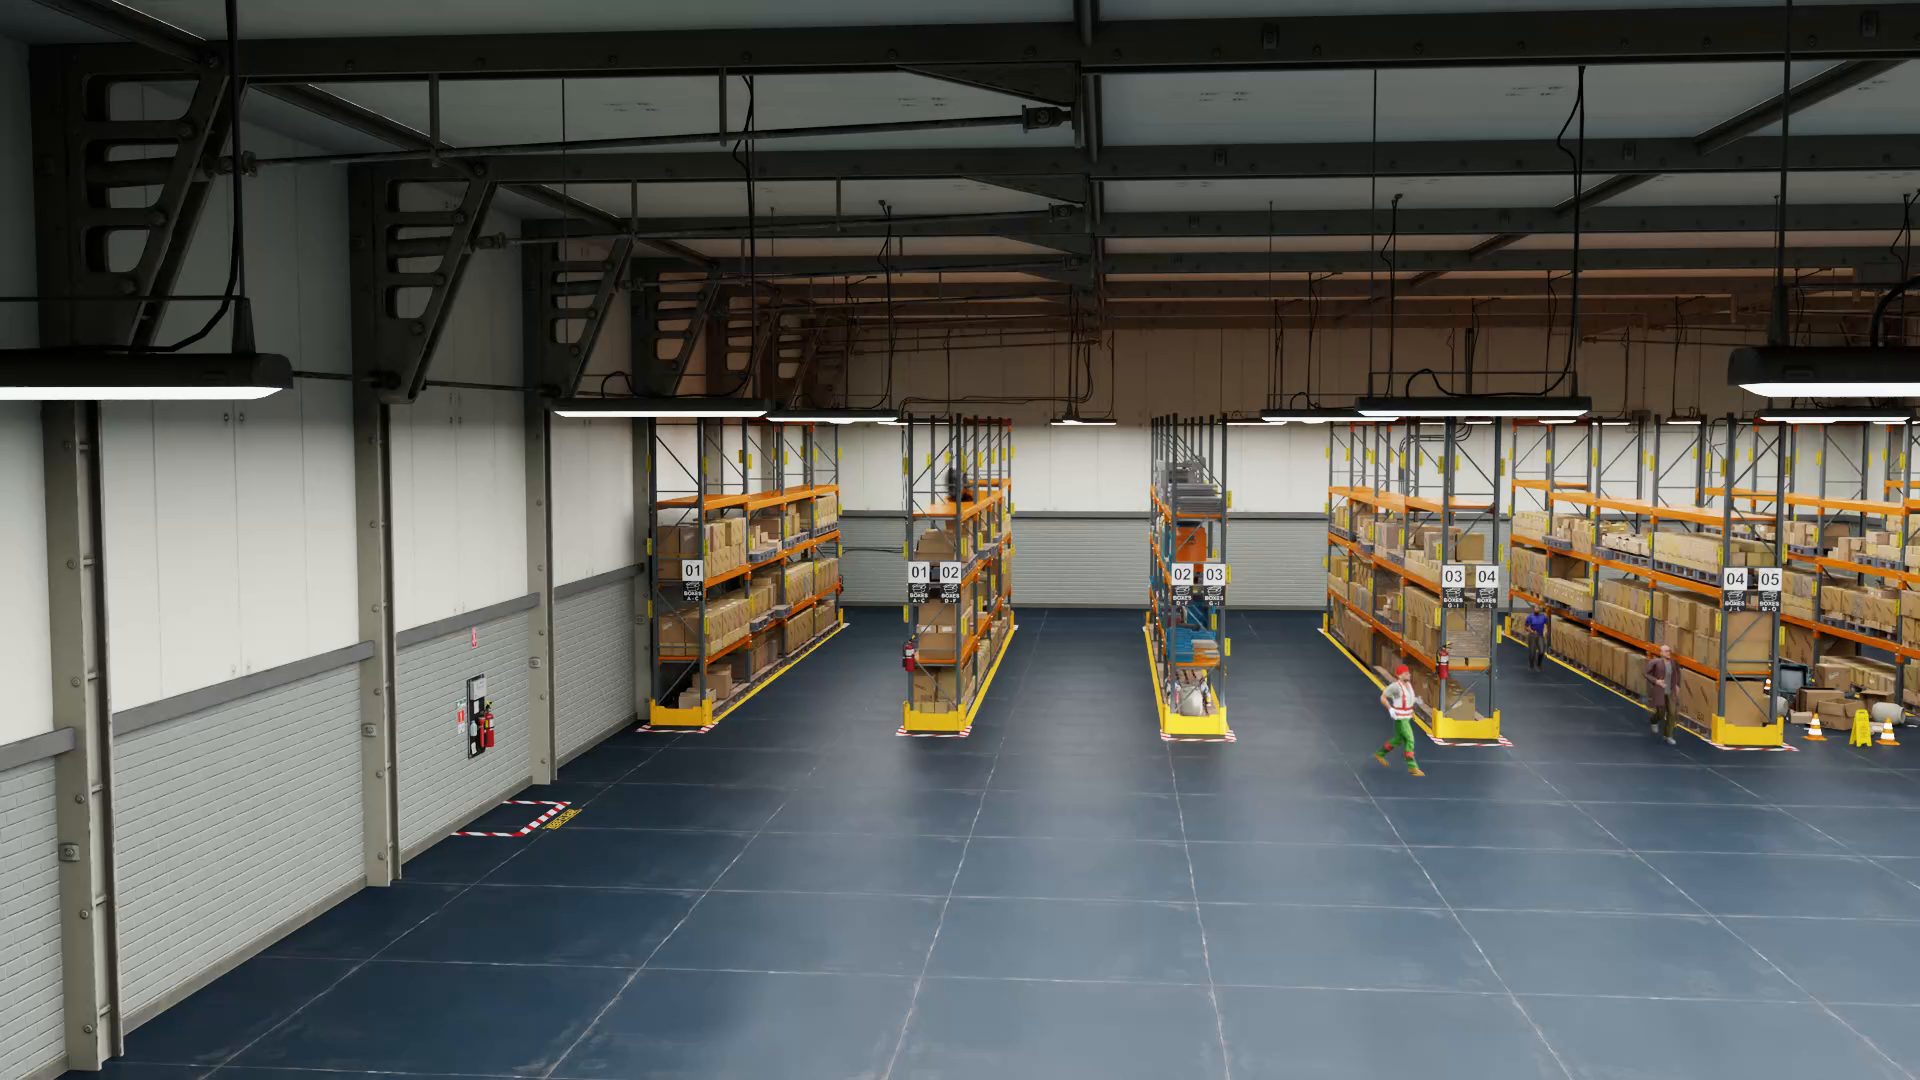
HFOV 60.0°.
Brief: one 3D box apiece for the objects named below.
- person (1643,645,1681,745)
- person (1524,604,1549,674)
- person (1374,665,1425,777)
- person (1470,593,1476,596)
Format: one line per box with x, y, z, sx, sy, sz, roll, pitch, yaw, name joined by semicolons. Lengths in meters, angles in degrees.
12.889;2.807;30.482;0.750;1.778;0.890;0;4;-1;person
13.445;2.307;38.706;0.598;1.646;0.644;0;4;7;person
7.325;2.963;27.609;0.928;1.804;0.633;3;5;40;person
14.552;1.737;47.076;0.642;1.685;0.673;-1;4;-14;person
